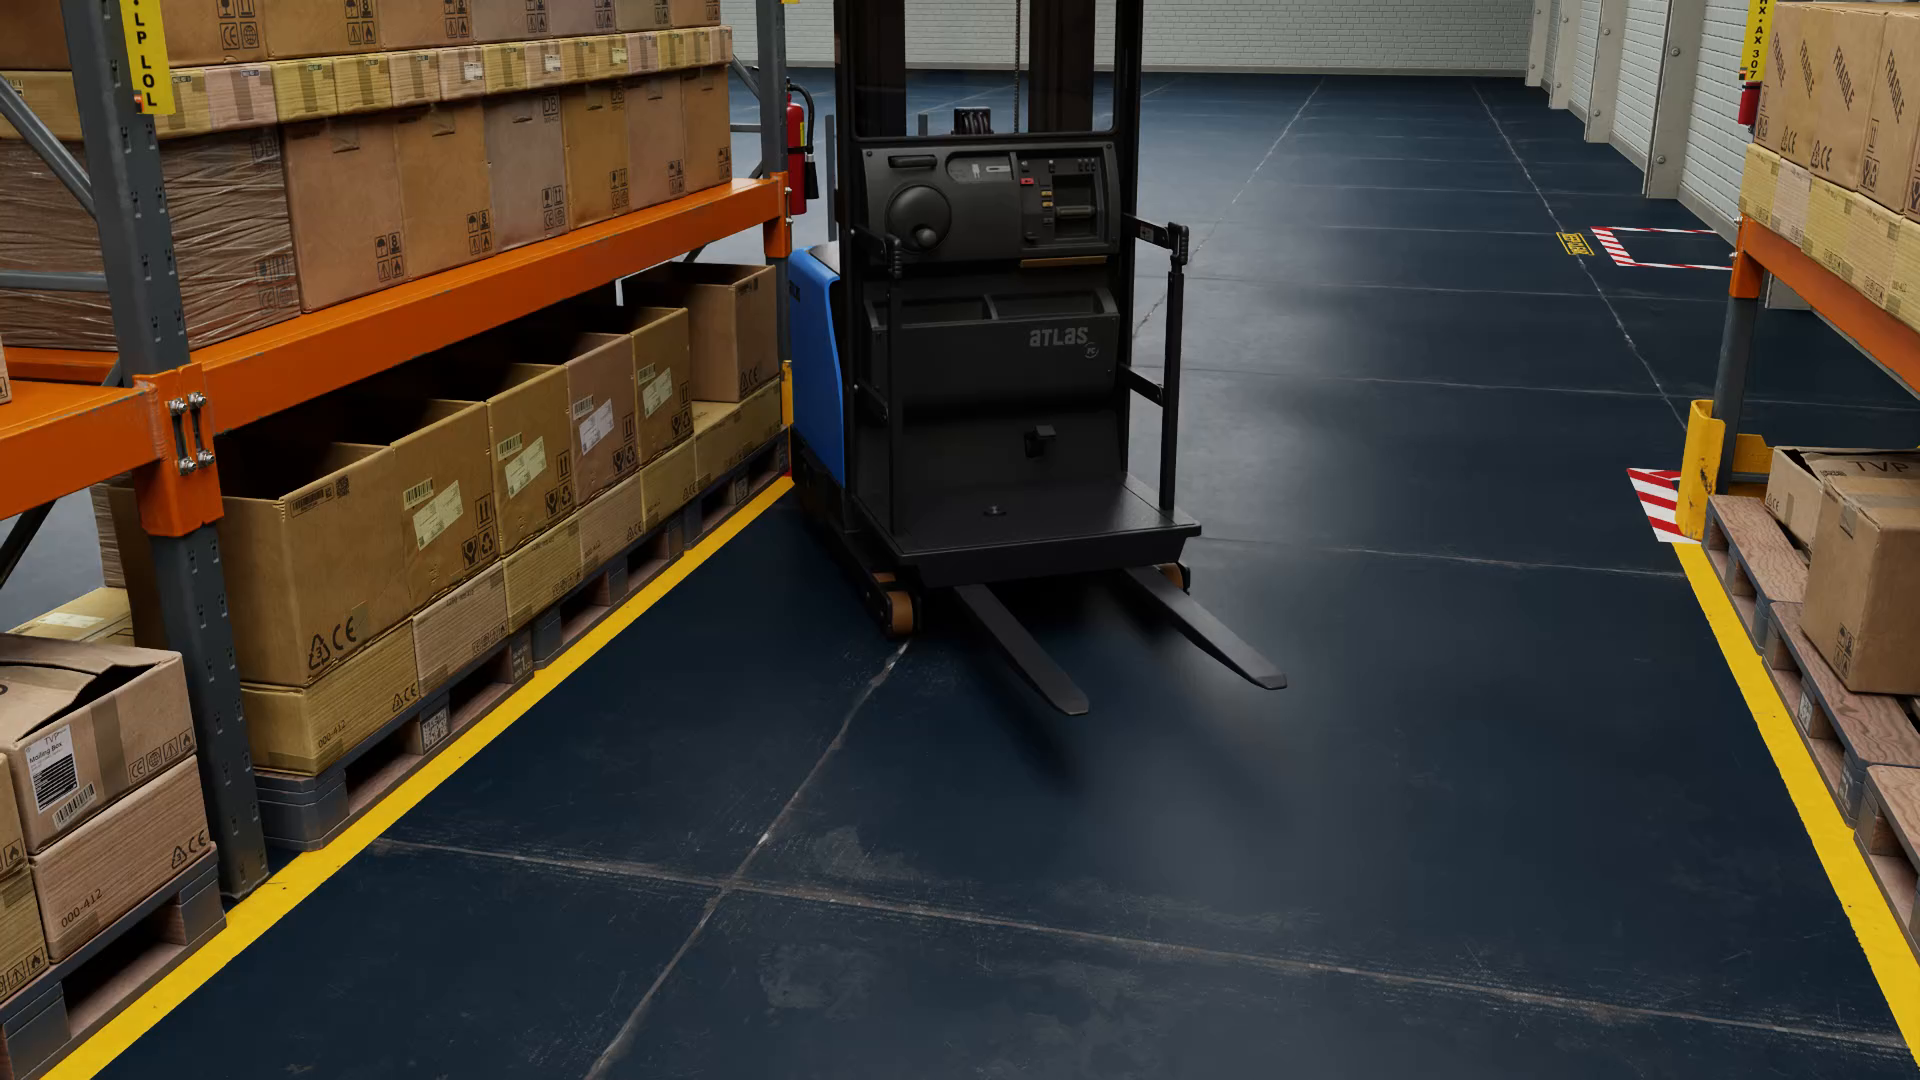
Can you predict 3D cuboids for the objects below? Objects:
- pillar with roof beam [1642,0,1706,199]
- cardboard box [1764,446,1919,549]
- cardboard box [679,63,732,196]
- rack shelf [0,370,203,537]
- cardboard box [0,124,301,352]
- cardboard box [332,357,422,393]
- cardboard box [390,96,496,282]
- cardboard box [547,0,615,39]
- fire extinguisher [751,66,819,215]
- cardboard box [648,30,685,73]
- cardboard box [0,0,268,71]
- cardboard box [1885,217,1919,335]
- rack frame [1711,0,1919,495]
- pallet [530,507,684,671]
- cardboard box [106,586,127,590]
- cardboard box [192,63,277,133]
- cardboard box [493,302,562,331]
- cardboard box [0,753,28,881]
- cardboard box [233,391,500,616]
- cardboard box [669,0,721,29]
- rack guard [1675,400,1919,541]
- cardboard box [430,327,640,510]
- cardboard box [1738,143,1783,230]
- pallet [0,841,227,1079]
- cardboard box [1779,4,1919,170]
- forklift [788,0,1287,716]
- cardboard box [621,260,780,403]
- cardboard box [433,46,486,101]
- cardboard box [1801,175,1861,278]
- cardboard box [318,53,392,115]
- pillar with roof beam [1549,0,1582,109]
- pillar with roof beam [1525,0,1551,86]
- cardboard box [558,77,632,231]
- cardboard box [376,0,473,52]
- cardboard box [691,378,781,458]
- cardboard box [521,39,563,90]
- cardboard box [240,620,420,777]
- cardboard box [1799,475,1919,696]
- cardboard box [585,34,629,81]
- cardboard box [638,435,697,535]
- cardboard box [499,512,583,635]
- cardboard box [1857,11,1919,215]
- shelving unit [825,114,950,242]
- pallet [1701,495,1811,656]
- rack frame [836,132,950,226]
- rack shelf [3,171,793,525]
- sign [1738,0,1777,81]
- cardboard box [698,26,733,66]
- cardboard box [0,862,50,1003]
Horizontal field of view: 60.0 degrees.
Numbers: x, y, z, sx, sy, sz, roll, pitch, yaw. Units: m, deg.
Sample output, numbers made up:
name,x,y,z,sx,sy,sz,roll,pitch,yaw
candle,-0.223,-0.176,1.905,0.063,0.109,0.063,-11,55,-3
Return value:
name,x,y,z,sx,sy,sz,roll,pitch,yaw
pillar with roof beam,2.970,-8.104,16.491,9.100,9.000,0.400,5,19,13
cardboard box,3.288,-0.177,6.045,0.500,0.311,0.500,2,19,7
cardboard box,-1.386,-1.743,6.996,0.700,0.500,0.500,5,19,13
rack shelf,-2.726,0.380,2.048,1.077,0.370,4.000,5,19,13
cardboard box,-2.135,-0.775,4.160,0.700,0.500,0.500,4,19,12
cardboard box,-2.084,-0.315,5.415,0.500,0.500,0.500,5,19,13
cardboard box,-1.886,-1.097,5.105,0.700,0.500,0.500,5,19,14
cardboard box,-1.645,-2.017,5.791,0.700,0.500,0.500,5,19,14
fire extinguisher,-0.780,-1.805,7.451,0.296,0.674,0.183,5,19,13
cardboard box,-1.293,-1.899,6.447,0.380,0.149,0.250,4,19,13
cardboard box,-2.135,-1.388,3.950,0.700,0.500,0.500,5,19,14
cardboard box,2.627,-0.623,4.072,0.500,0.250,0.500,5,19,13
rack frame,3.545,-1.451,6.296,1.000,3.000,0.127,5,19,13
pallet,-1.706,0.102,6.061,1.003,0.211,1.213,5,19,13
cardboard box,-2.204,0.196,5.076,0.500,0.250,0.500,5,19,13
cardboard box,-1.922,-1.090,4.078,0.380,0.149,0.250,5,19,14
cardboard box,-1.836,-0.629,6.332,0.500,0.500,0.500,5,19,13
cardboard box,-2.179,0.563,3.136,0.500,0.311,0.500,5,20,15
cardboard box,-1.706,-0.118,4.836,0.500,0.500,0.500,5,19,13
cardboard box,-1.399,-2.341,6.738,0.700,0.500,0.500,5,19,14
rack guard,3.526,-0.245,6.630,1.175,0.500,0.348,5,19,13
cardboard box,-1.456,-0.431,5.753,0.500,0.500,0.500,5,19,13
cardboard box,3.118,-1.262,5.943,0.500,0.250,0.500,4,19,12
pallet,-2.379,0.966,3.533,1.003,0.211,1.213,5,19,13
cardboard box,3.006,-1.465,5.376,0.500,0.500,0.500,5,19,14
forklift,0.181,-1.194,5.648,1.130,2.935,3.031,-6,20,-16
cardboard box,-1.102,-0.902,7.132,0.500,0.500,0.500,5,19,13
cardboard box,-1.673,-1.415,5.032,0.380,0.149,0.250,4,19,12
cardboard box,2.874,-0.939,4.997,0.500,0.250,0.500,4,19,13
cardboard box,-1.798,-1.253,4.557,0.380,0.149,0.250,4,19,13
pillar with roof beam,5.902,-11.865,27.503,9.100,9.000,0.400,5,19,13
pillar with roof beam,7.368,-13.746,33.009,9.100,9.000,0.400,5,19,13
cardboard box,-1.637,-1.423,6.059,0.700,0.500,0.500,5,19,14
cardboard box,-1.890,-1.704,4.873,0.700,0.500,0.500,5,19,13
cardboard box,-1.104,-0.547,7.254,0.500,0.250,0.500,5,19,13
cardboard box,-1.545,-1.574,5.498,0.380,0.149,0.250,4,19,13
cardboard box,-1.830,0.393,4.499,0.500,0.250,0.500,5,19,13
cardboard box,2.921,0.138,4.830,0.700,0.500,0.500,3,19,10
cardboard box,-1.421,-1.738,5.976,0.380,0.149,0.250,5,20,15
cardboard box,-1.335,-0.233,6.333,0.500,0.250,0.500,5,19,13
cardboard box,-1.575,0.081,5.415,0.500,0.250,0.500,5,19,13
cardboard box,2.759,-1.140,4.427,0.500,0.500,0.500,5,20,15
shelving unit,-0.347,-1.211,7.914,0.587,1.500,1.083,-2,19,-7
pallet,3.293,0.144,5.940,1.003,0.211,1.213,5,19,13
rack frame,-0.285,-1.051,7.445,0.500,1.500,0.032,-2,19,-7
rack shelf,-1.748,-0.874,5.719,1.077,0.370,4.000,5,19,13
sign,3.019,-1.904,6.281,0.100,0.325,0.005,5,19,13
cardboard box,-1.168,-2.061,6.922,0.380,0.149,0.250,4,19,12
cardboard box,-2.183,0.826,3.233,0.500,0.250,0.500,4,19,13
